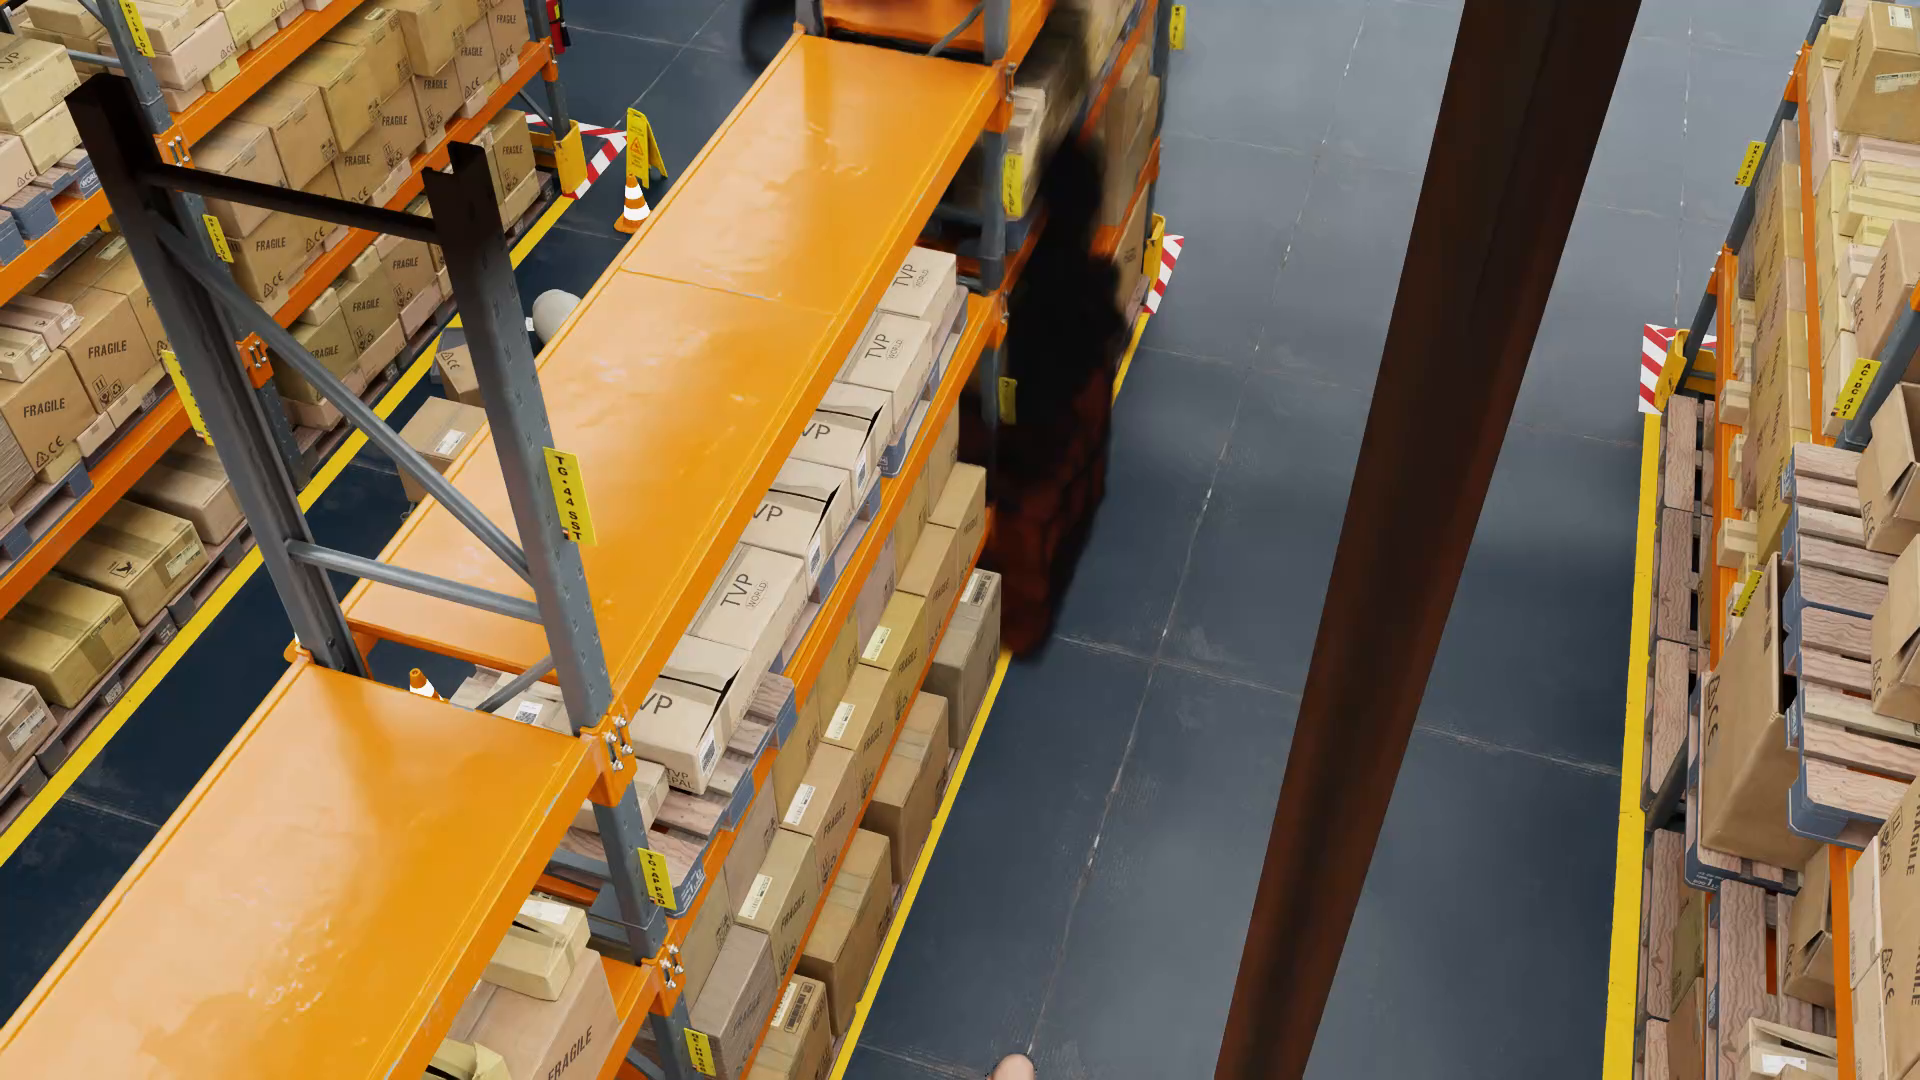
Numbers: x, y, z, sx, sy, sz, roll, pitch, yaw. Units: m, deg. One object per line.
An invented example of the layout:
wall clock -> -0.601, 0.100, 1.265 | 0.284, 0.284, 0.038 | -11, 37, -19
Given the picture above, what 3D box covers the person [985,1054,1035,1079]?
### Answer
person -> 0.200, 2.716, 7.130 | 0.727, 1.704, 0.815 | 15, 48, 14
